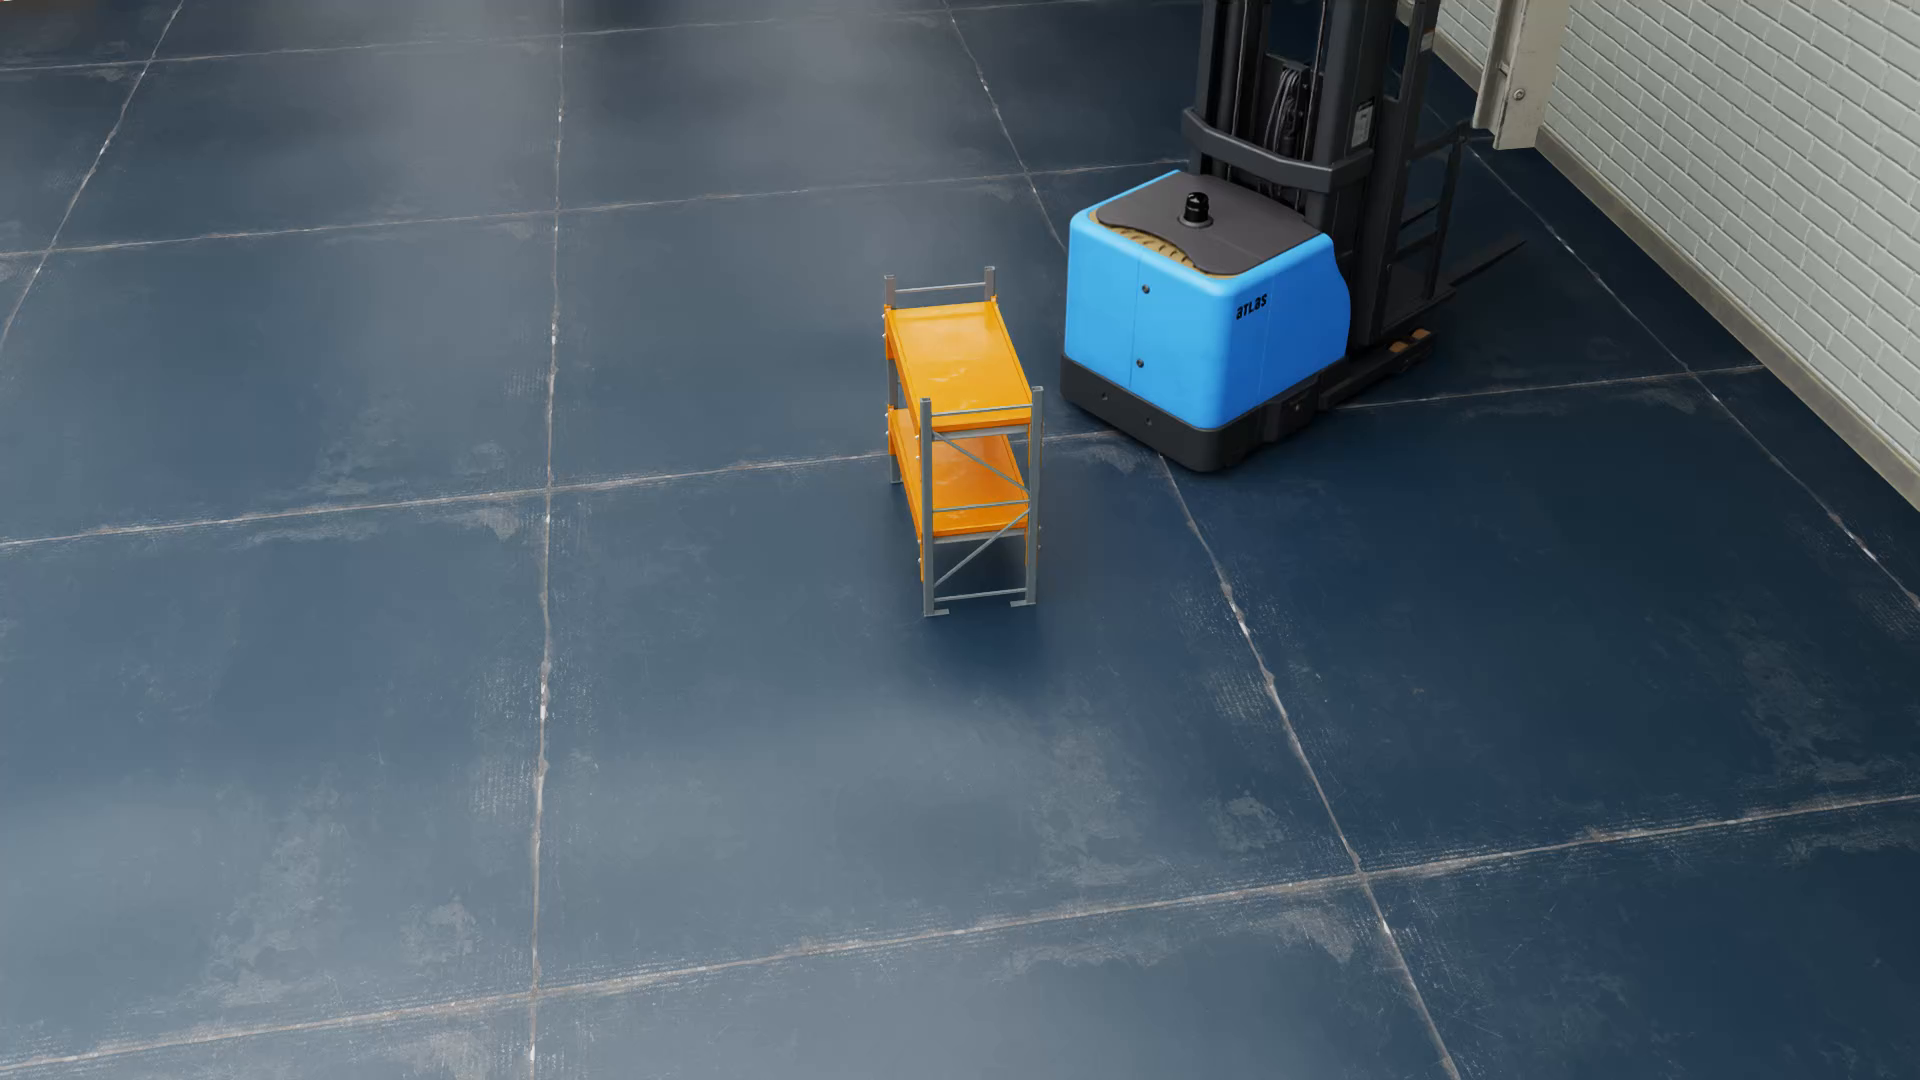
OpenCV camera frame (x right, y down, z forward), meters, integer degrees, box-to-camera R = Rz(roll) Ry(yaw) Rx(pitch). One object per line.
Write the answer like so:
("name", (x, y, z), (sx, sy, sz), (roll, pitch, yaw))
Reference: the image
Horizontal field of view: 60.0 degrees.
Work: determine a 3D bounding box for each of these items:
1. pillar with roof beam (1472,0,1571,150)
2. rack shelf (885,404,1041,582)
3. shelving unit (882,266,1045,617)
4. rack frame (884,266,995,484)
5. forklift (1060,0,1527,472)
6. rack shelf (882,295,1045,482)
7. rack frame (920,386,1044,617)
("pillar with roof beam", (-0.543, -5.832, 7.922), (9.100, 9.000, 0.400), (-6, 38, -8))
("rack shelf", (-0.001, -0.255, 7.560), (0.538, 0.278, 1.000), (-6, 38, -8))
("shelving unit", (-0.001, -0.448, 7.410), (0.538, 1.125, 1.048), (-6, 38, -8))
("rack frame", (-0.090, -0.755, 7.805), (0.500, 1.125, 0.032), (-6, 38, -8))
("forklift", (1.947, -2.266, 8.277), (3.031, 2.935, 1.130), (-29, 46, -32))
("rack shelf", (-0.001, -0.679, 7.231), (0.538, 0.278, 1.000), (-6, 38, -8))
("rack frame", (0.088, -0.141, 7.015), (0.500, 1.125, 0.032), (-6, 38, -8))
